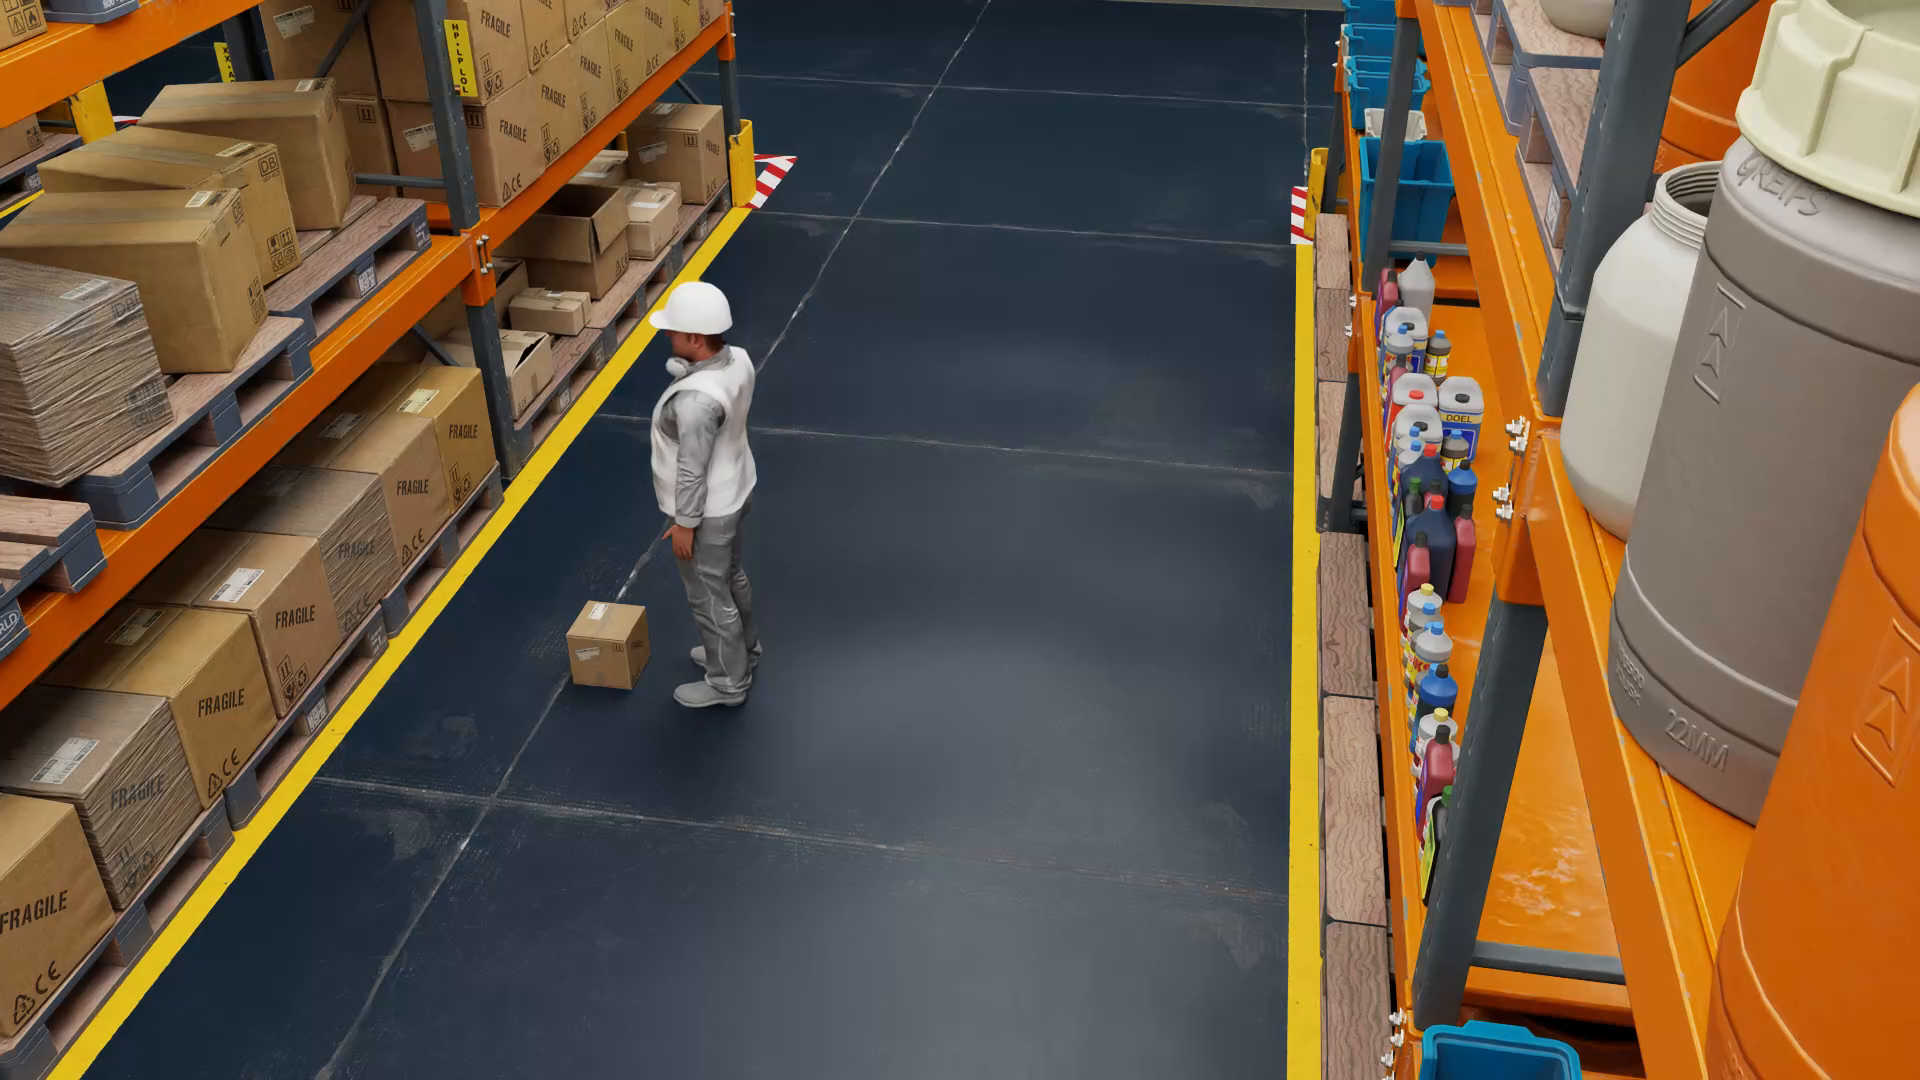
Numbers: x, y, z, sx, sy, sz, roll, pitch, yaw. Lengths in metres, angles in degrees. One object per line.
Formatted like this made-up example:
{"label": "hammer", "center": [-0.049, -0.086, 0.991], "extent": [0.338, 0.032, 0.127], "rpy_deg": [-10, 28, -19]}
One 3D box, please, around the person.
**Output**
{"label": "person", "center": [-0.977, -0.158, 6.368], "extent": [0.375, 1.781, 0.536], "rpy_deg": [6, 33, 9]}
